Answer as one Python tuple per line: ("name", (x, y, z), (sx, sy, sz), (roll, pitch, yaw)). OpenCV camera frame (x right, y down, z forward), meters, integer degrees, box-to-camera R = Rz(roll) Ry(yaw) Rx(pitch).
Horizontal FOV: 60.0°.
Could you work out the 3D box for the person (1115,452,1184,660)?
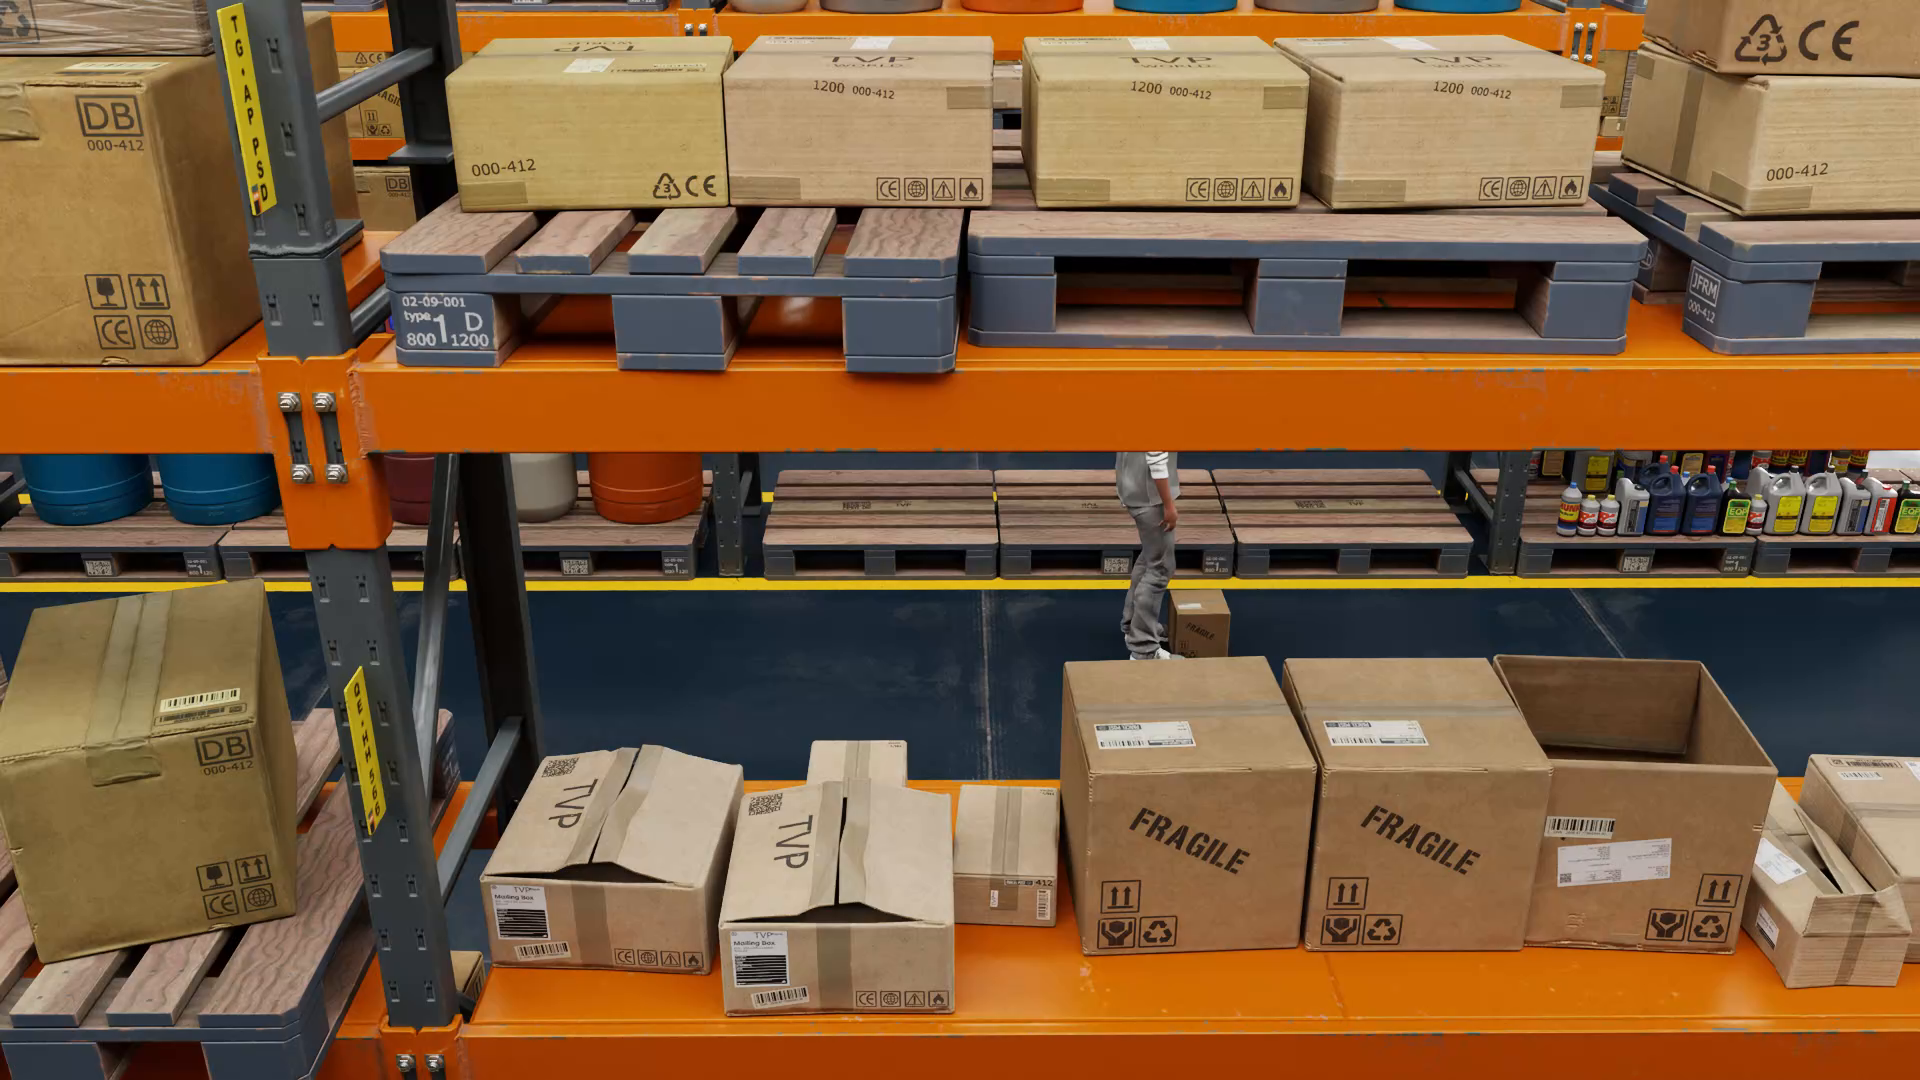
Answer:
("person", (0.888, -0.206, 7.571), (0.349, 1.592, 0.480), (-2, 25, -4))
